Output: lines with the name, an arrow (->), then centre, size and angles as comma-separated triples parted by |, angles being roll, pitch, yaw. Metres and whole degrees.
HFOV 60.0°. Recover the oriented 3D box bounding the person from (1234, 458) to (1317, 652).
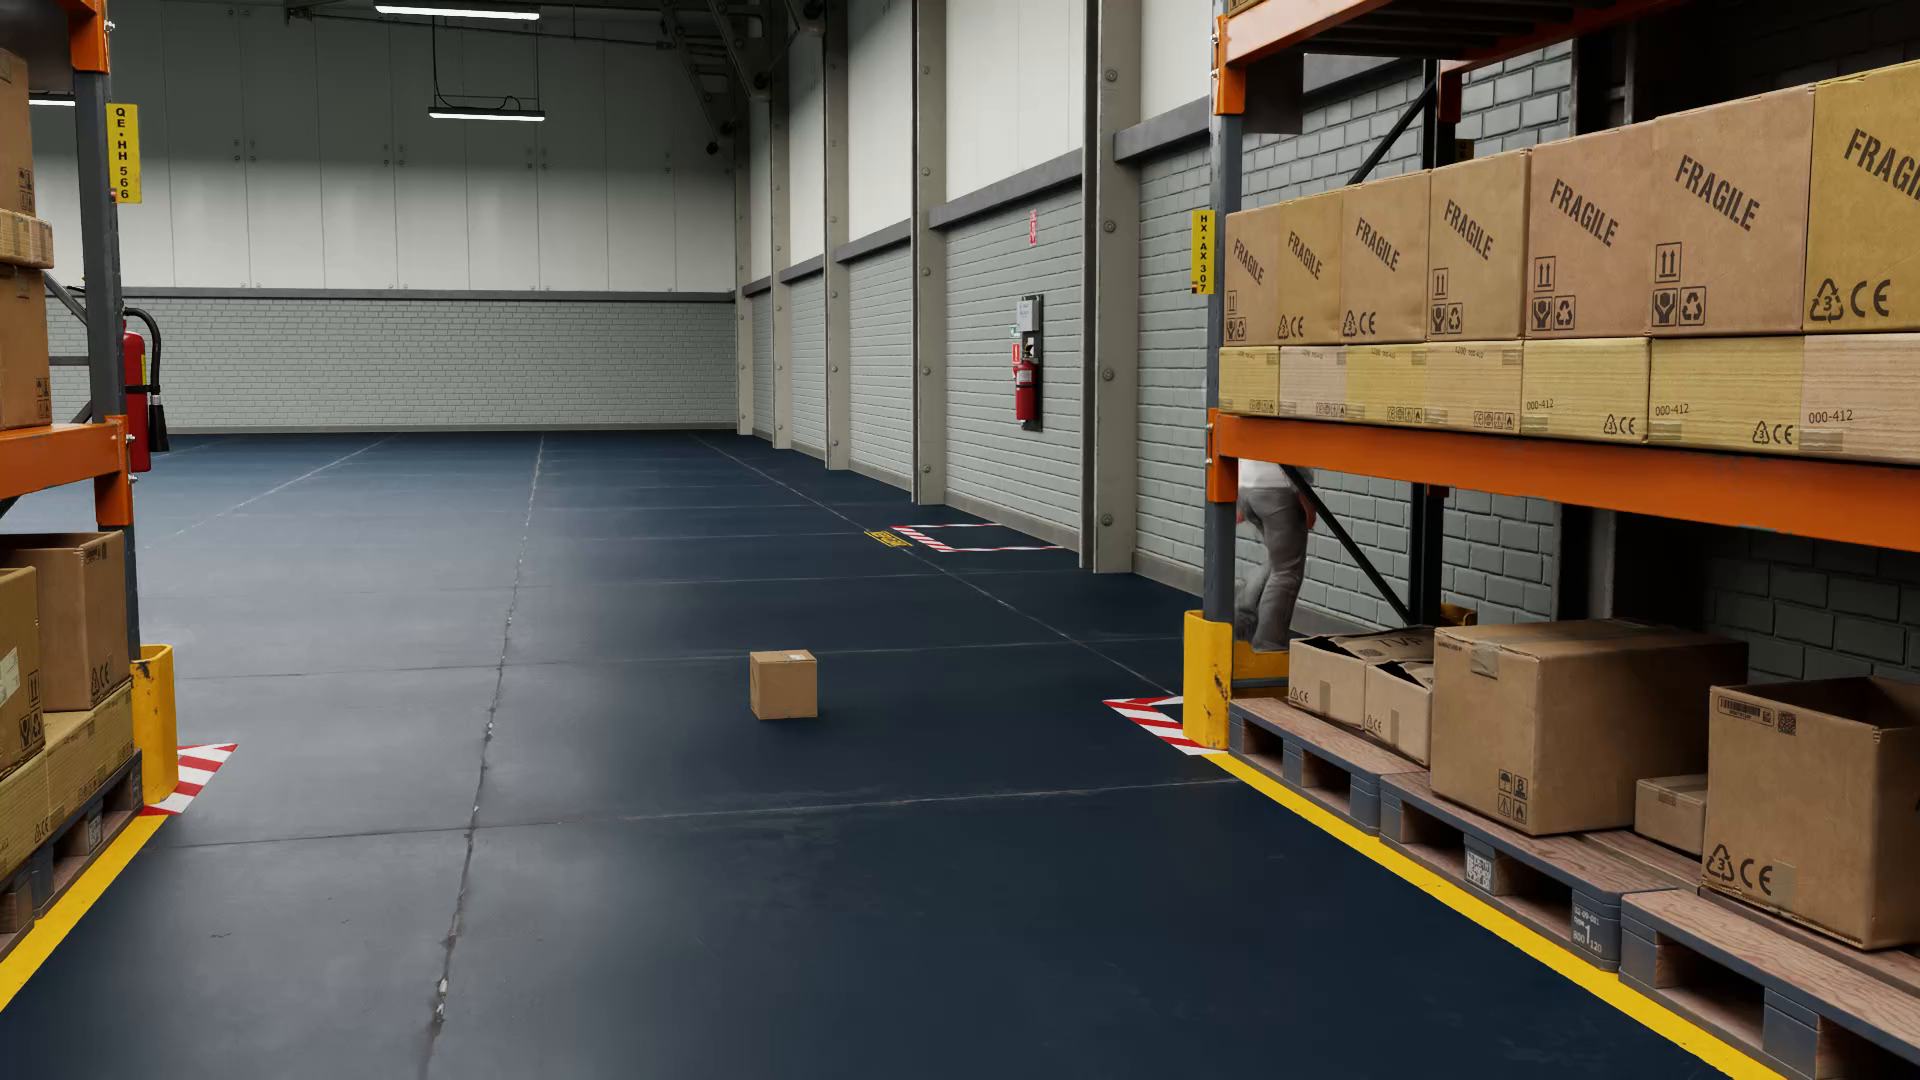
person -> 1.521, -0.245, 7.904 | 0.467, 1.760, 0.564 | -2, 6, -19
